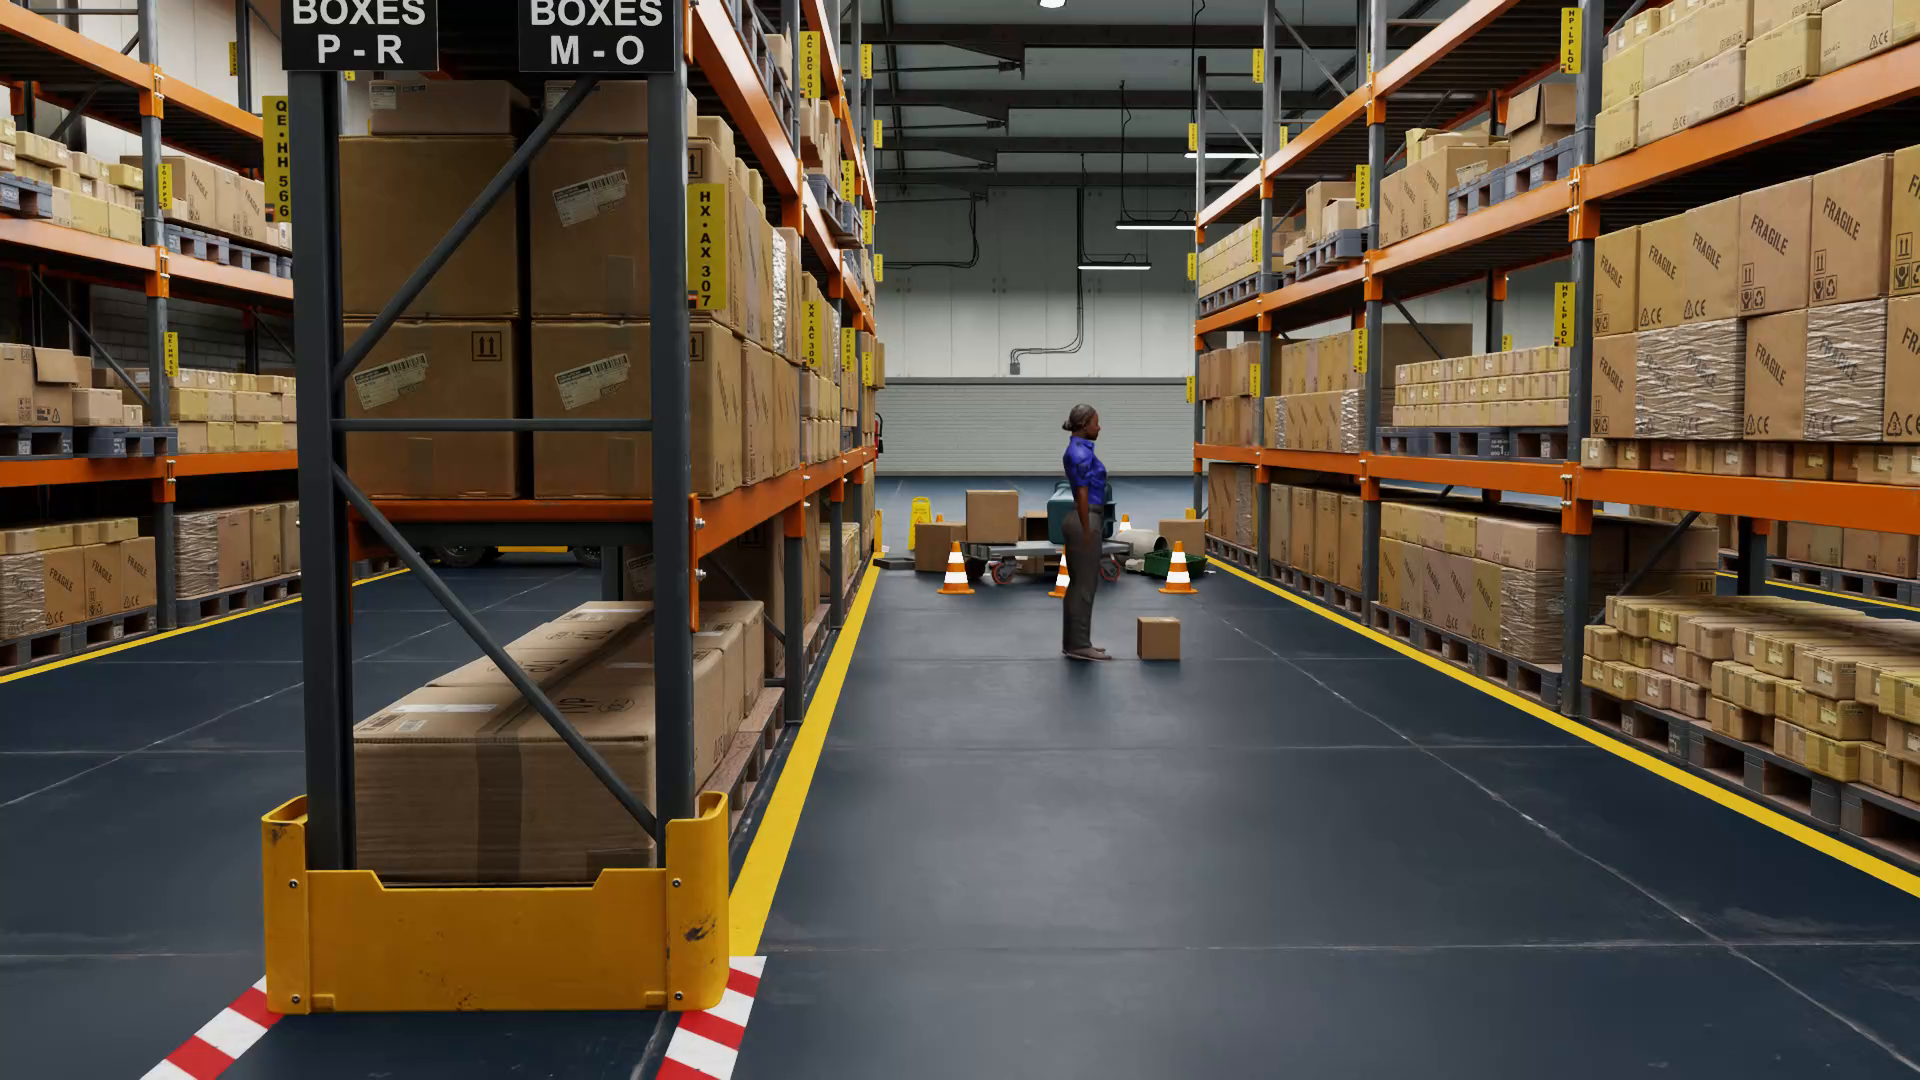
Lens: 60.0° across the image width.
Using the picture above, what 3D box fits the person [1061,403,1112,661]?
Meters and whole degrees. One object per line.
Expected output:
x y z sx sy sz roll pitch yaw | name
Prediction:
0.824 -0.053 10.865 0.324 1.673 0.438 0 4 0 | person
